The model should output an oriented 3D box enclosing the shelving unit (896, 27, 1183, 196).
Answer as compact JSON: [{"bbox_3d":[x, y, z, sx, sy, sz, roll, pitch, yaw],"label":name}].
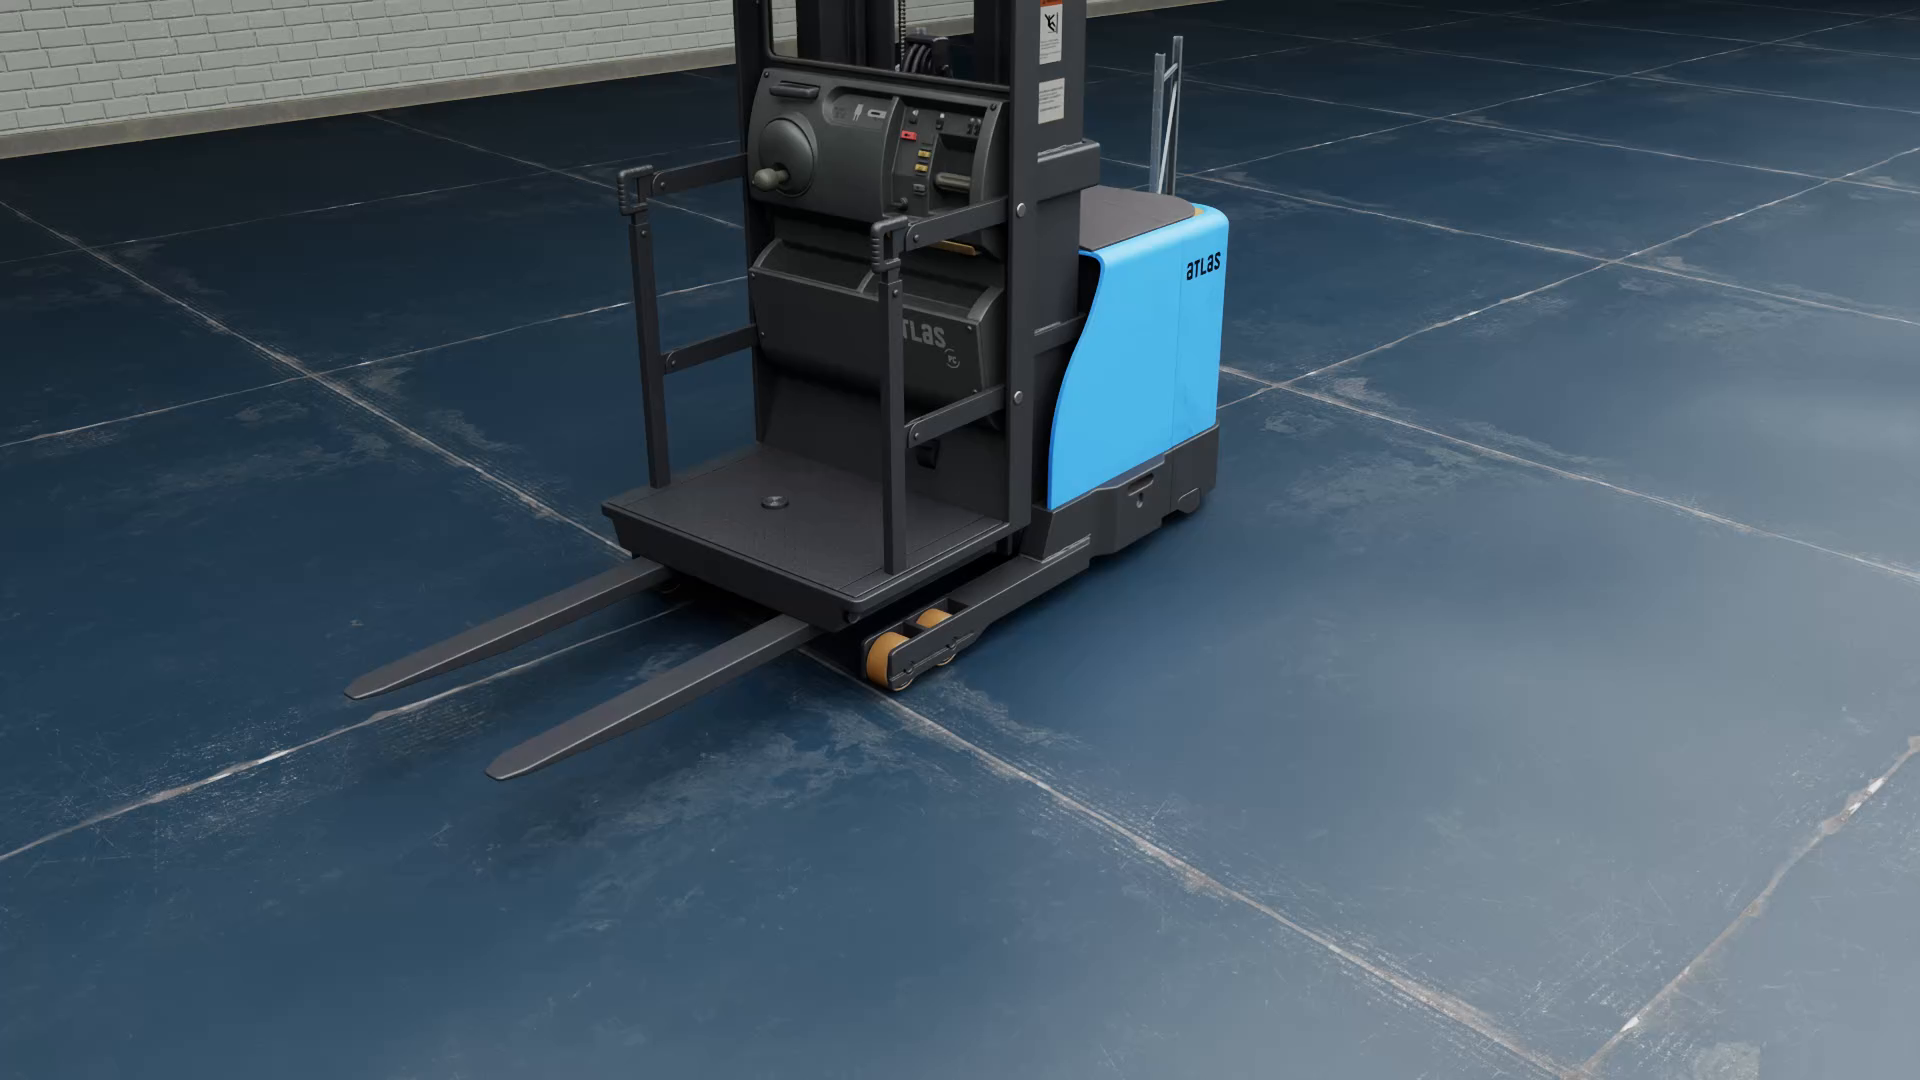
[{"bbox_3d":[0.291,-1.199,6.570,1.083,1.500,0.587,6,25,13],"label":"shelving unit"}]

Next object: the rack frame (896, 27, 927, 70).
[{"bbox_3d":[-0.209,-1.254,6.690,0.032,1.500,0.500,6,25,13],"label":"rack frame"}]

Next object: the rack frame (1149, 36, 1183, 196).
[{"bbox_3d":[0.774,-1.145,6.453,0.032,1.500,0.500,6,25,13],"label":"rack frame"}]

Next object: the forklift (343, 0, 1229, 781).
[{"bbox_3d":[-0.397,-1.132,4.701,1.130,2.935,3.031,19,31,35],"label":"forklift"}]
